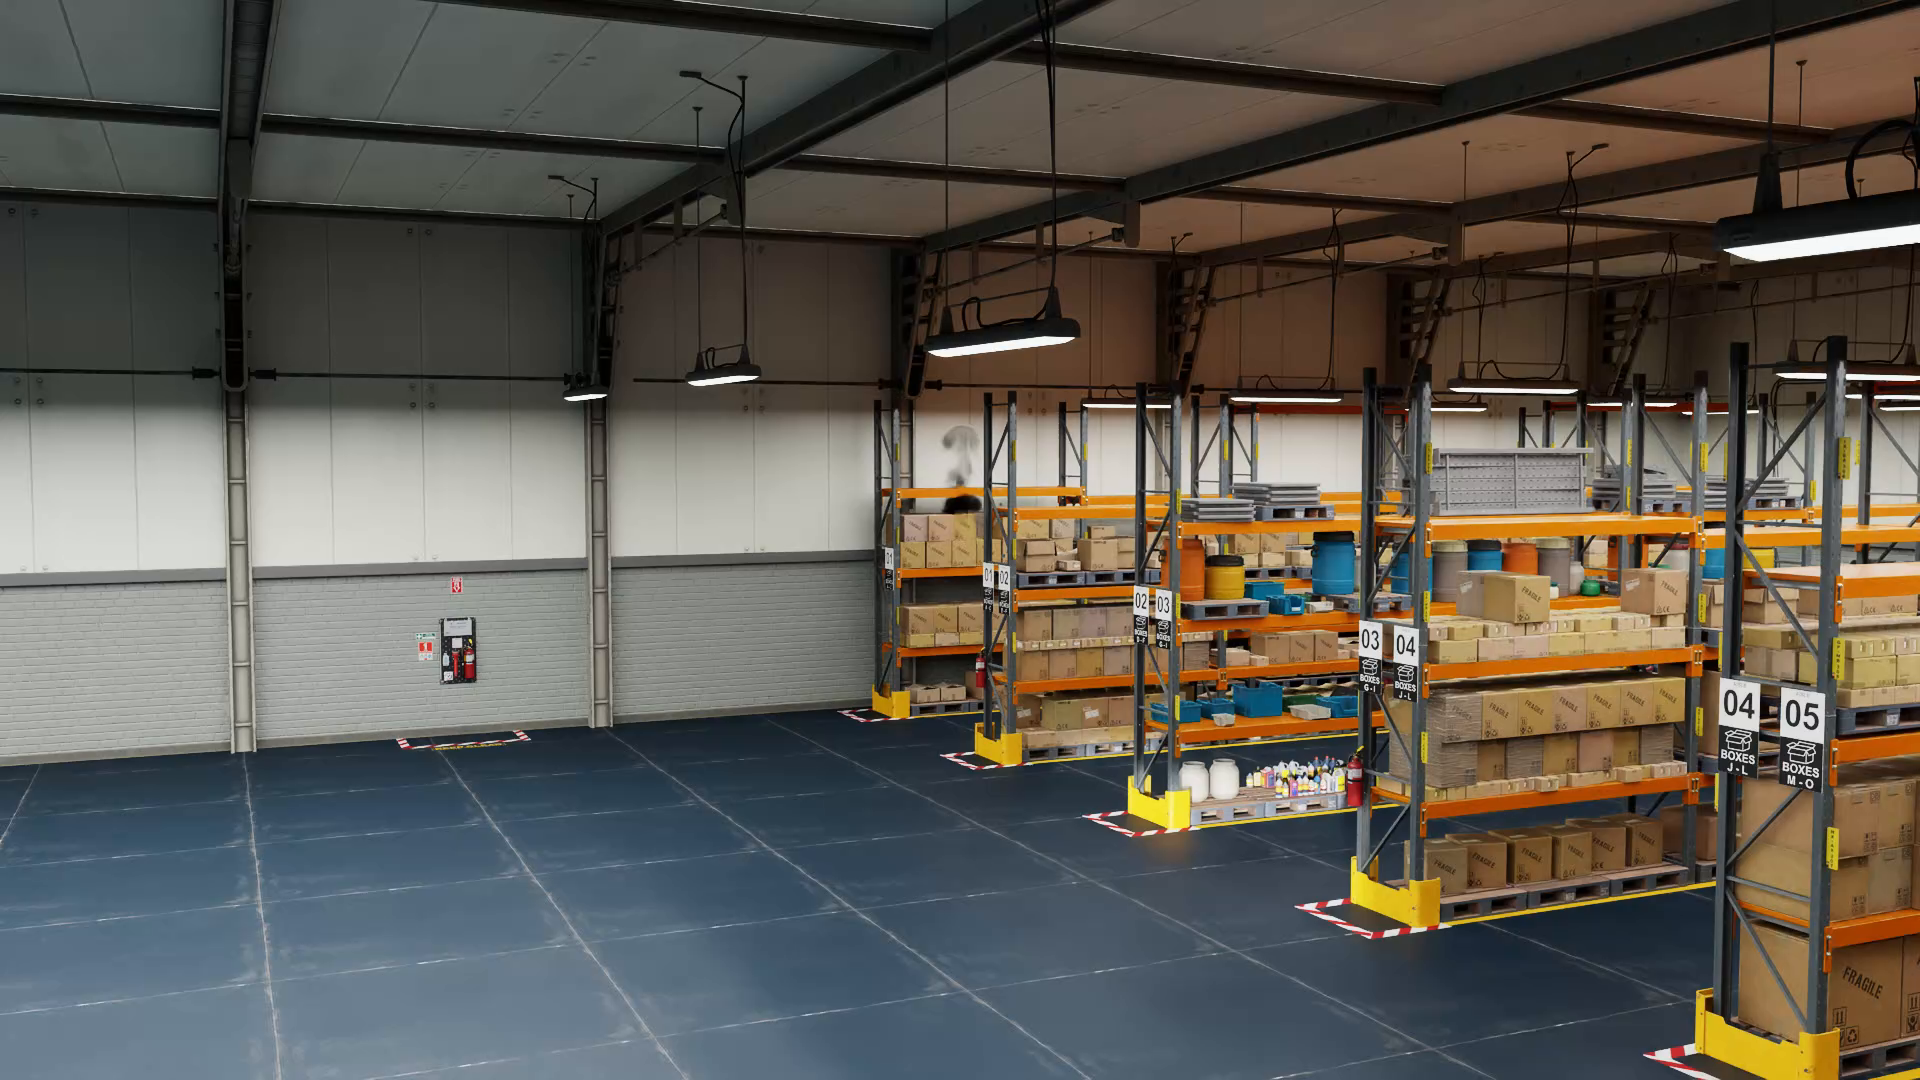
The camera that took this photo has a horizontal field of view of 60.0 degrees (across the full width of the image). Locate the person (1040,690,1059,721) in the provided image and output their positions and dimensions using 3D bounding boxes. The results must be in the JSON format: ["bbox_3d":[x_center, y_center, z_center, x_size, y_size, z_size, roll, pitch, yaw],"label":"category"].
[{"bbox_3d":[1.789,2.507,30.157,1.047,1.802,0.704,-2,4,-33],"label":"person"}]
